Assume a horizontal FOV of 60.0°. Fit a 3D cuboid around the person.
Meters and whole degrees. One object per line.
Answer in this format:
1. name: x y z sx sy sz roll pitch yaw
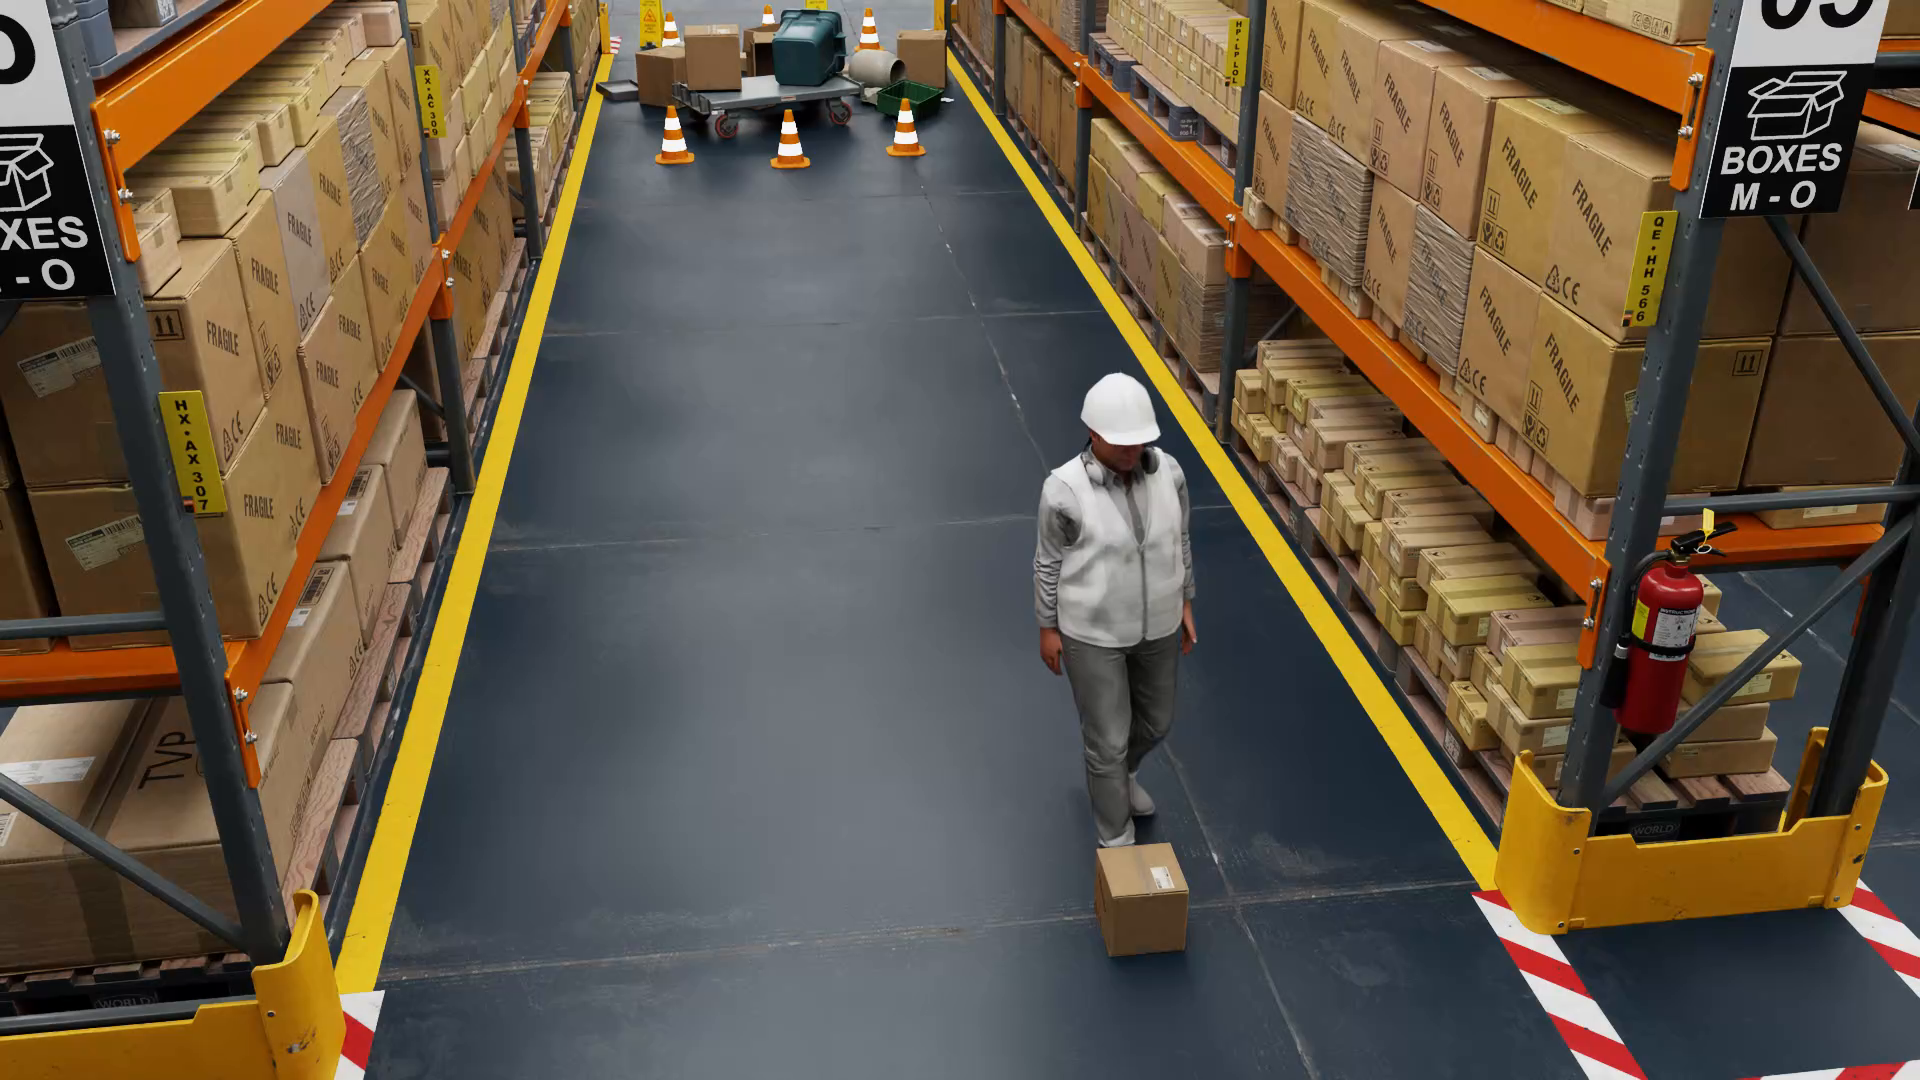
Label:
1. person: 0.552 0.295 5.495 0.561 1.767 0.698 -11 29 -21
